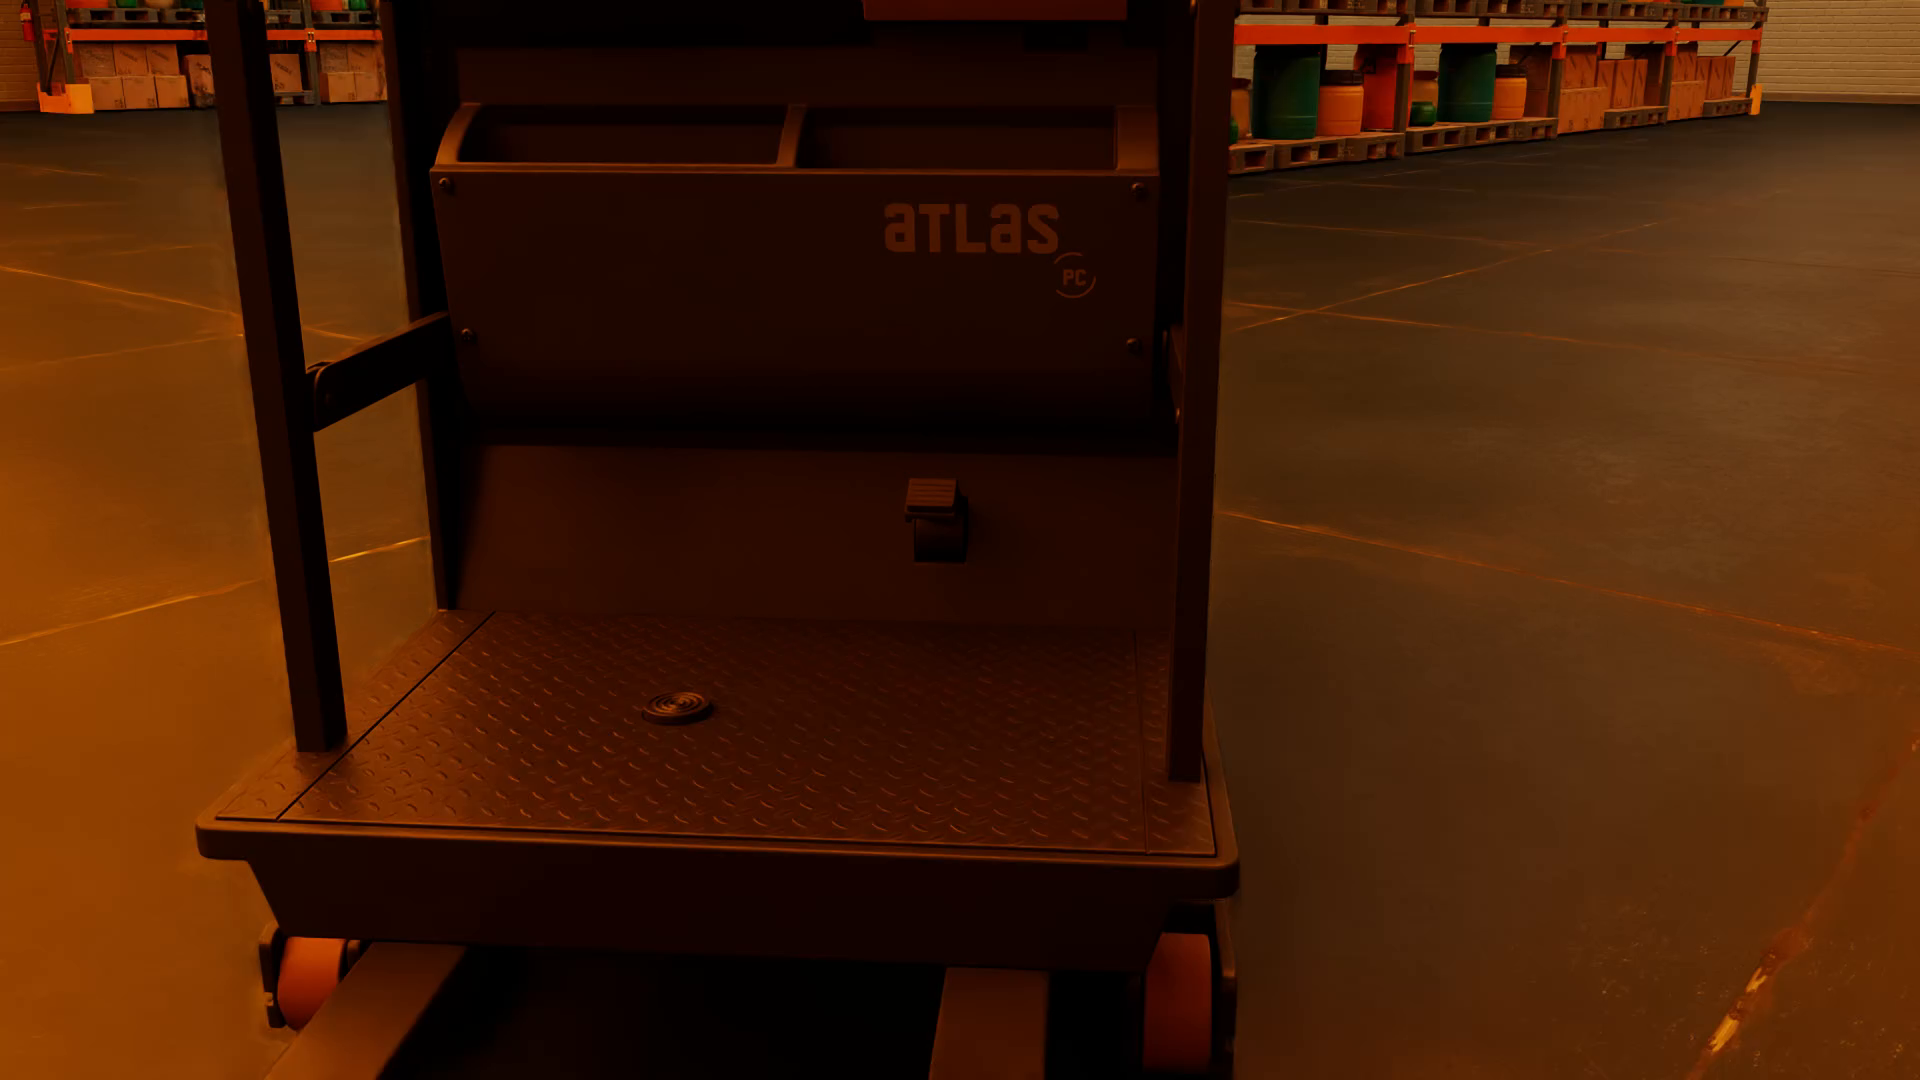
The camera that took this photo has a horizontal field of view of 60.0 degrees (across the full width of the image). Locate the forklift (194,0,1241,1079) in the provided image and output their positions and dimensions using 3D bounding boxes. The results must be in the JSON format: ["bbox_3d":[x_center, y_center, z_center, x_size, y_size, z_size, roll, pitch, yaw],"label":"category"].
[{"bbox_3d":[-0.225,-0.887,1.819,1.130,2.935,3.031,1,17,4],"label":"forklift"}]
